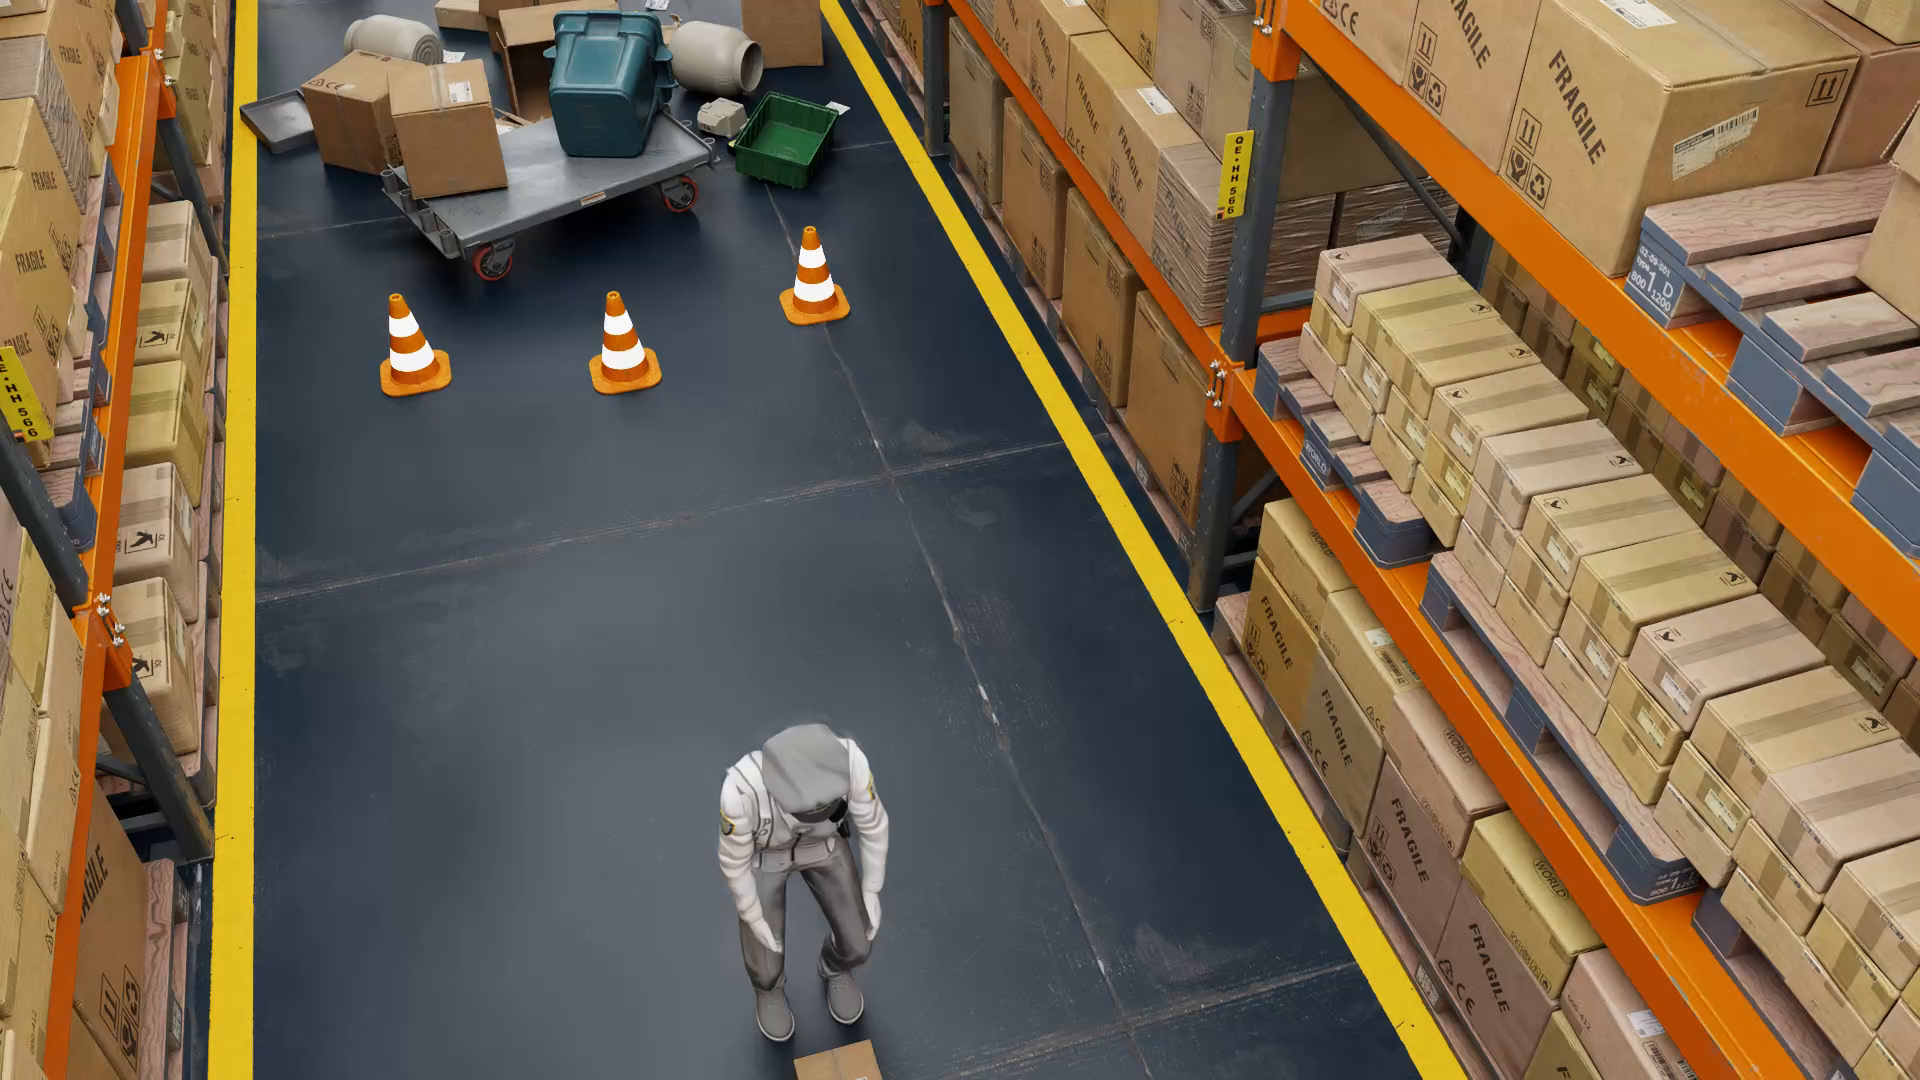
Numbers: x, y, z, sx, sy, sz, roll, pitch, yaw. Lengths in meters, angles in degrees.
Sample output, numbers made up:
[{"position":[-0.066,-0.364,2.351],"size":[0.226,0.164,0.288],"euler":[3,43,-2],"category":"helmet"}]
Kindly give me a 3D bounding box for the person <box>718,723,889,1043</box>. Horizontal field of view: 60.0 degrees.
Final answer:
[{"position":[-0.474,1.032,5.148],"size":[0.527,1.522,0.591],"euler":[-11,44,-12],"category":"person"}]
